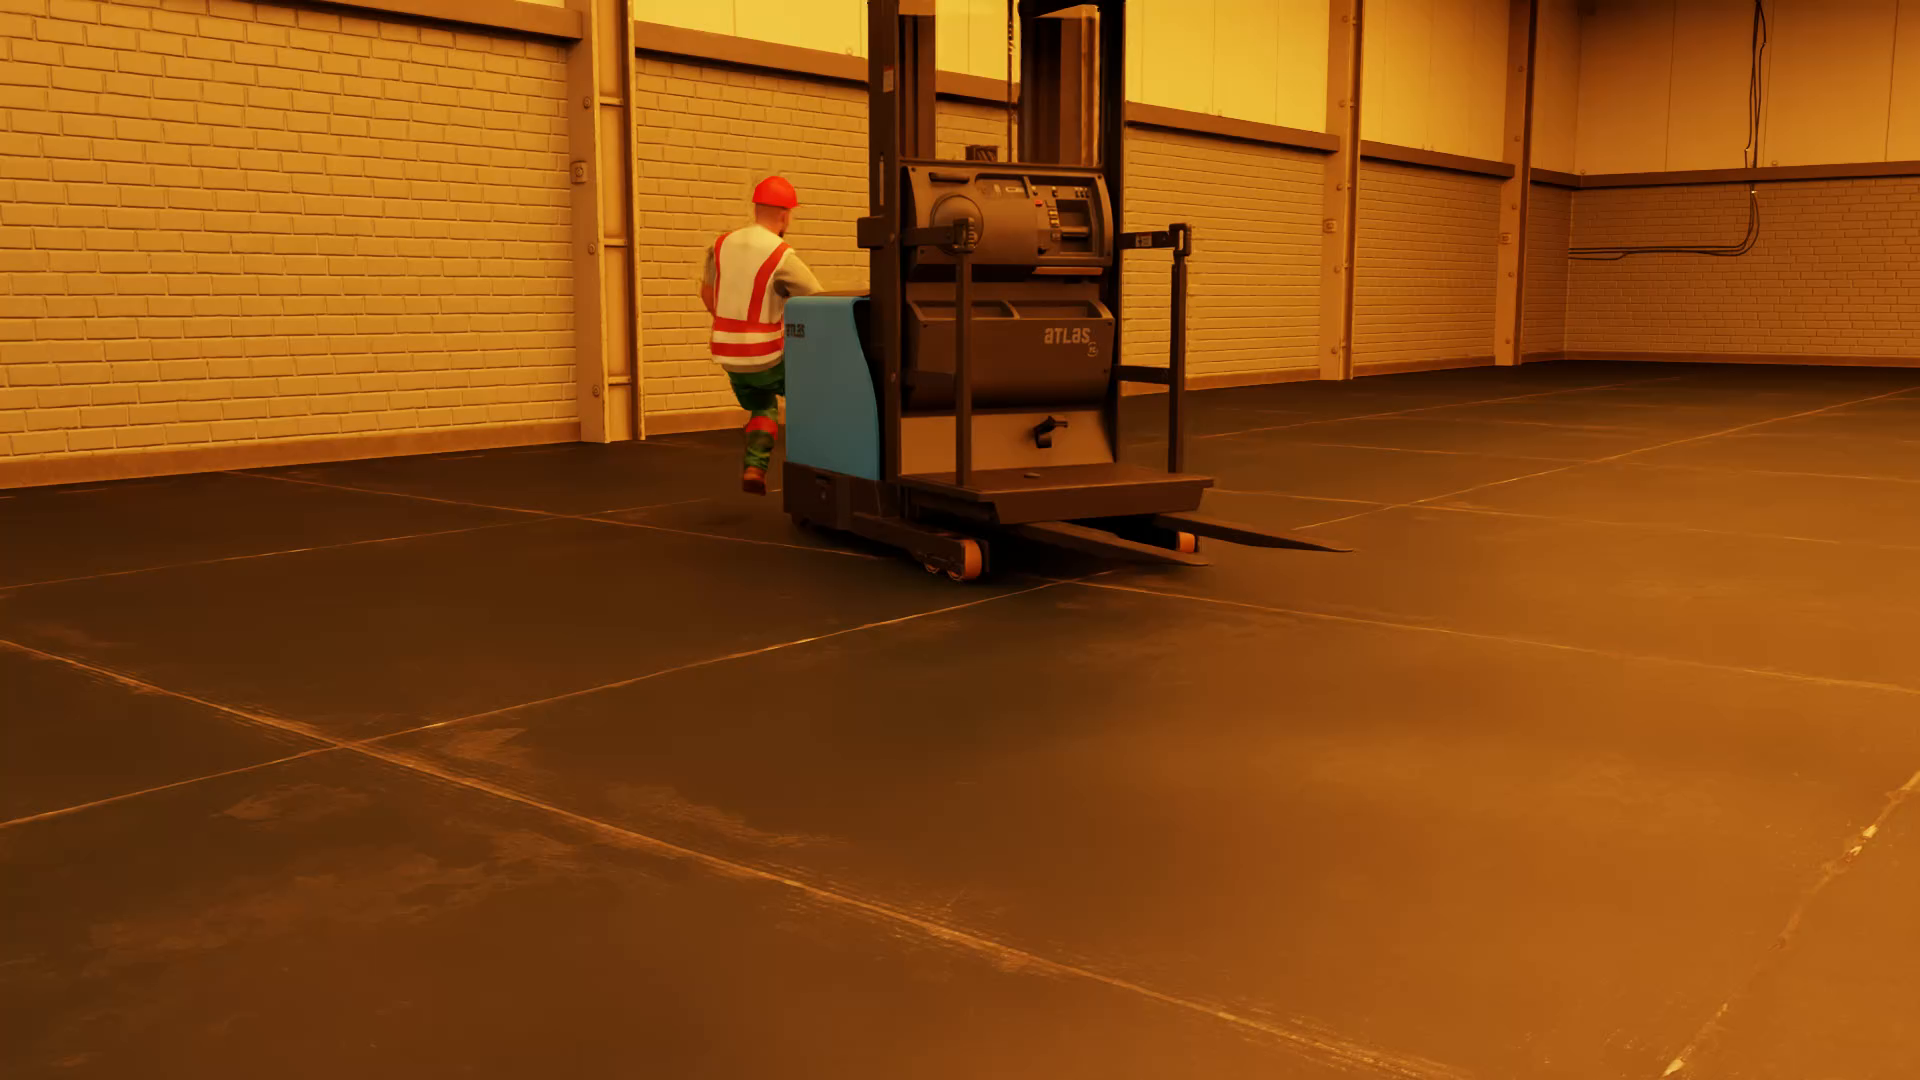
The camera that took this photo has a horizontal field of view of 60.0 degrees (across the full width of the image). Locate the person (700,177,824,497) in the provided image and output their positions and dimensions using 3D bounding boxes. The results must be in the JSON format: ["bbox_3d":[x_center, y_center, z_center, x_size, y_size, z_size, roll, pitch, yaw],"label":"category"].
[{"bbox_3d":[-0.858,-0.930,8.147,0.808,1.646,0.667,5,10,32],"label":"person"}]

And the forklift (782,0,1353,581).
[{"bbox_3d":[0.318,-1.366,6.620,1.130,2.935,3.031,-5,9,-28],"label":"forklift"}]
